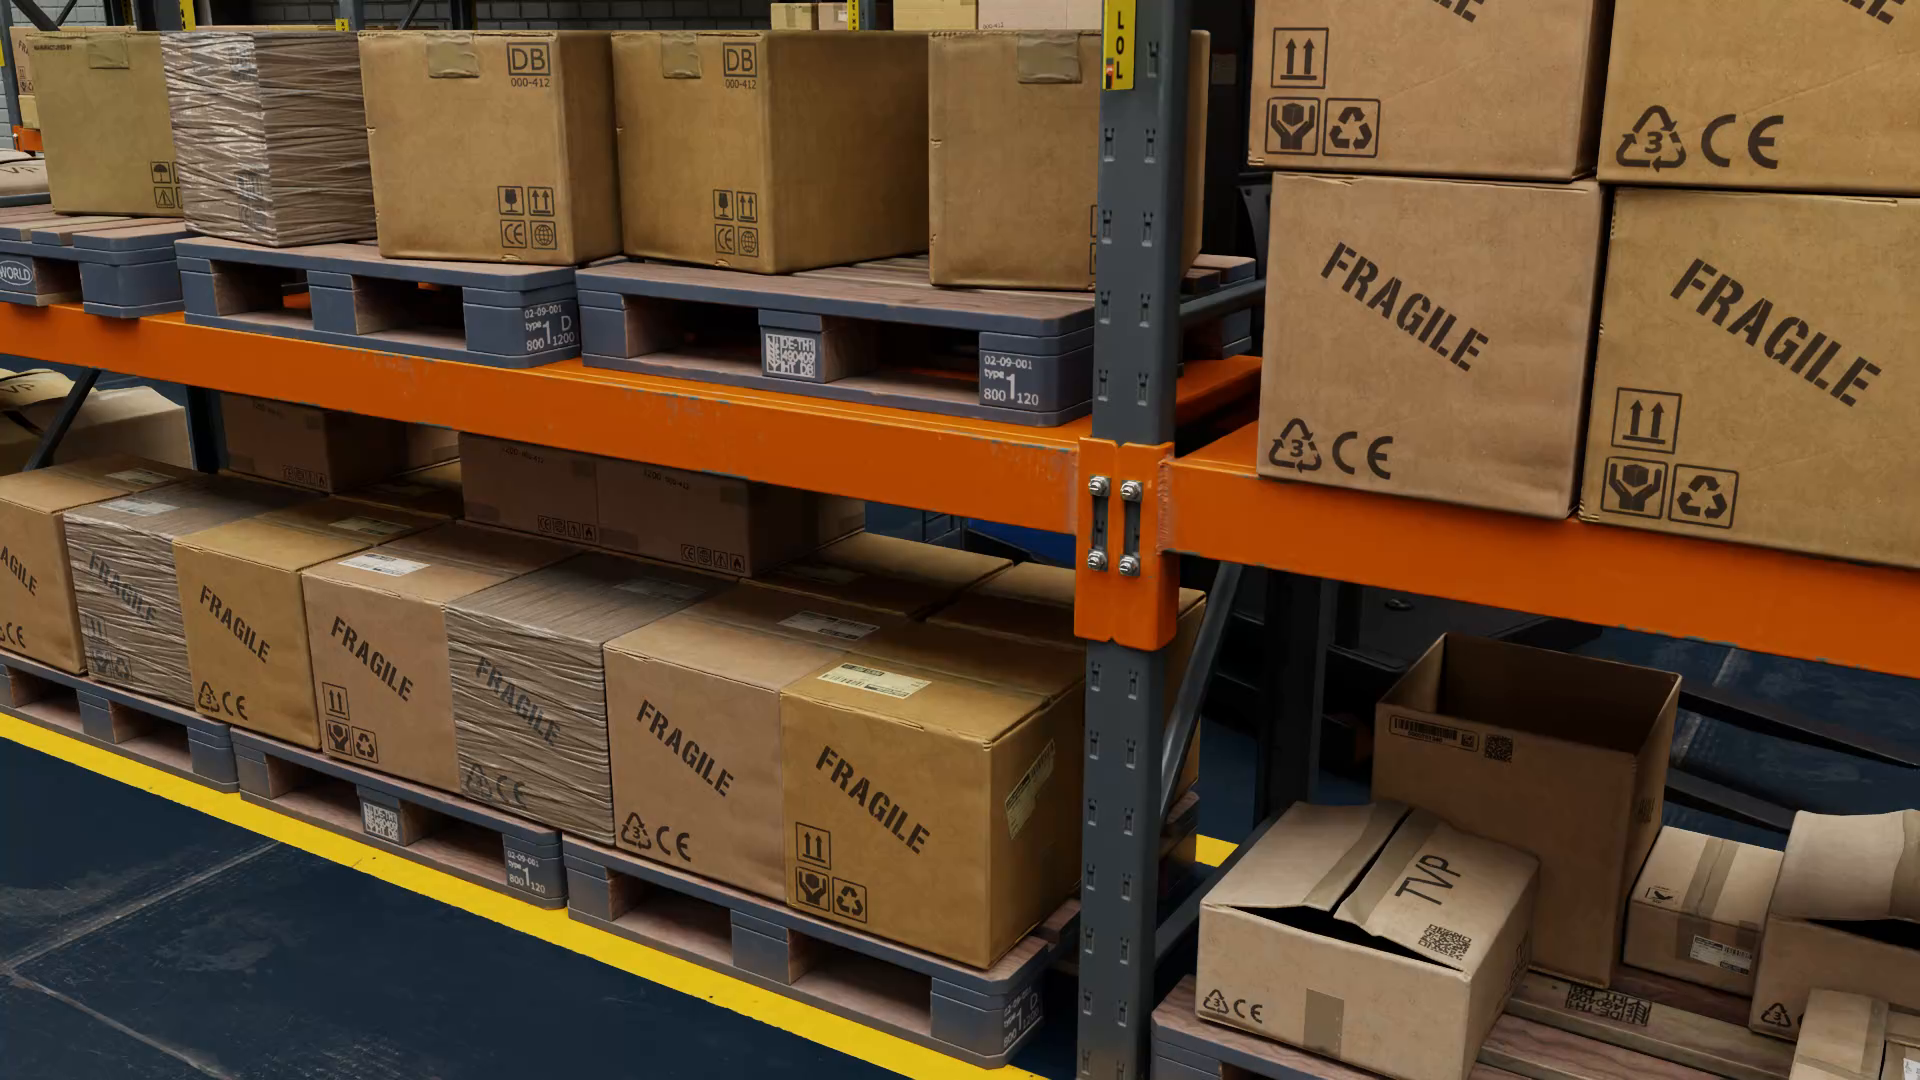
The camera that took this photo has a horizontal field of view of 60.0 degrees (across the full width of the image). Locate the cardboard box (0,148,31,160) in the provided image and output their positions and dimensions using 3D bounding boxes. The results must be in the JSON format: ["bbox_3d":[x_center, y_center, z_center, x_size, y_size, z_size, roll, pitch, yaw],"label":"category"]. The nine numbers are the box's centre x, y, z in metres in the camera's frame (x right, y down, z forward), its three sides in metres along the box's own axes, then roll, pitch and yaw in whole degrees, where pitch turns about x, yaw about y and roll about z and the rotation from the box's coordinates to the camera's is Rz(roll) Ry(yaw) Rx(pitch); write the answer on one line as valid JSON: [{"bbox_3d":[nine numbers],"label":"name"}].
[{"bbox_3d":[-3.528,-1.212,5.863,0.500,0.311,0.500,10,19,29],"label":"cardboard box"}]

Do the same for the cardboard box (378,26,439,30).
[{"bbox_3d":[-3.978,-3.326,11.603,0.500,0.500,0.500,10,19,29],"label":"cardboard box"}]

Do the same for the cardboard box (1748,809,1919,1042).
[{"bbox_3d":[1.814,0.745,3.138,0.500,0.311,0.500,10,20,30],"label":"cardboard box"}]

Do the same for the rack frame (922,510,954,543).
[{"bbox_3d":[-0.090,-0.590,6.760,0.006,1.200,0.240,10,20,30],"label":"rack frame"}]

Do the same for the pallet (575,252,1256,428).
[{"bbox_3d":[-0.083,-0.519,3.758,1.213,0.211,1.003,10,20,30],"label":"pallet"}]

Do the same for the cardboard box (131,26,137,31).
[{"bbox_3d":[-5.547,-3.431,11.948,0.500,0.500,0.500,11,20,32],"label":"cardboard box"}]

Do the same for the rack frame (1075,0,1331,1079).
[{"bbox_3d":[0.541,-0.462,3.241,0.127,3.000,1.000,10,20,30],"label":"rack frame"}]

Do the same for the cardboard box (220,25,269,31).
[{"bbox_3d":[-4.680,-3.273,11.427,0.500,0.500,0.500,10,20,30],"label":"cardboard box"}]

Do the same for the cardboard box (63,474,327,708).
[{"bbox_3d":[-2.180,0.133,4.825,0.500,0.500,0.500,9,19,28],"label":"cardboard box"}]

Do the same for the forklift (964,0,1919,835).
[{"bbox_3d":[1.311,-0.908,4.828,1.130,2.935,3.031,-13,21,-36],"label":"forklift"}]

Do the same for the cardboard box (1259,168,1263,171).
[{"bbox_3d":[1.414,-1.807,8.068,0.250,0.149,0.380,11,20,32],"label":"cardboard box"}]

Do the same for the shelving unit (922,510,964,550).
[{"bbox_3d":[-0.012,-0.576,6.714,0.189,1.200,0.258,10,20,30],"label":"shelving unit"}]

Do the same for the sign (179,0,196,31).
[{"bbox_3d":[-2.592,-1.722,5.534,0.005,0.325,0.100,10,20,30],"label":"sign"}]

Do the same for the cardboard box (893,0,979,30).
[{"bbox_3d":[-0.002,-2.719,8.663,0.500,0.250,0.500,11,20,31],"label":"cardboard box"}]

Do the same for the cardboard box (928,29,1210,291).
[{"bbox_3d":[0.254,-0.838,3.585,0.500,0.500,0.700,4,17,12],"label":"cardboard box"}]

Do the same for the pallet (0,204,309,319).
[{"bbox_3d":[-2.253,-0.893,4.990,1.003,0.211,1.213,10,20,30],"label":"pallet"}]

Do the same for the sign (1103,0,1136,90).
[{"bbox_3d":[0.253,-0.878,2.618,0.005,0.325,0.100,10,20,30],"label":"sign"}]

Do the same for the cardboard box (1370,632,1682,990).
[{"bbox_3d":[1.175,0.540,3.486,0.500,0.500,0.500,10,20,30],"label":"cardboard box"}]

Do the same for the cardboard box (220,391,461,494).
[{"bbox_3d":[-1.898,-0.352,5.133,0.500,0.250,0.500,11,20,32],"label":"cardboard box"}]

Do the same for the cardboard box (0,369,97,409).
[{"bbox_3d":[-3.612,-0.454,6.259,0.500,0.311,0.500,10,19,29],"label":"cardboard box"}]

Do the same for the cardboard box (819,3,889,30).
[{"bbox_3d":[-0.588,-2.912,9.260,0.250,0.149,0.380,7,18,23],"label":"cardboard box"}]

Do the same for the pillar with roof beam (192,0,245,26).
[{"bbox_3d":[-8.299,-5.427,9.263,0.400,9.000,9.100,10,20,30],"label":"pillar with roof beam"}]

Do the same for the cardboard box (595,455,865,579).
[{"bbox_3d":[-0.596,-0.121,4.373,0.500,0.250,0.500,10,20,30],"label":"cardboard box"}]

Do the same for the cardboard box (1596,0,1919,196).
[{"bbox_3d":[1.235,-0.768,2.358,0.500,0.500,0.500,9,19,28],"label":"cardboard box"}]

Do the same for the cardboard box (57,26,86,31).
[{"bbox_3d":[-6.430,-3.587,12.461,0.500,0.500,0.500,10,20,30],"label":"cardboard box"}]

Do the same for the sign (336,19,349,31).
[{"bbox_3d":[-3.964,-3.185,10.716,0.005,0.325,0.100,10,20,30],"label":"sign"}]

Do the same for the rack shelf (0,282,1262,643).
[{"bbox_3d":[-1.163,-0.422,4.347,4.000,0.370,1.077,10,20,30],"label":"rack shelf"}]

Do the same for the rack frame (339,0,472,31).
[{"bbox_3d":[-3.687,-2.906,11.288,0.127,3.000,1.000,10,20,30],"label":"rack frame"}]

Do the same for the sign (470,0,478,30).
[{"bbox_3d":[-3.399,-3.598,11.574,0.005,0.325,0.100,10,20,30],"label":"sign"}]

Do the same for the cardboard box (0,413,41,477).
[{"bbox_3d":[-3.443,-0.243,5.562,0.500,0.311,0.500,11,20,31],"label":"cardboard box"}]

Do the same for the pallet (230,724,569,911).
[{"bbox_3d":[-1.216,0.573,4.633,1.213,0.211,1.003,10,20,30],"label":"pallet"}]

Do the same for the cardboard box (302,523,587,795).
[{"bbox_3d":[-1.308,0.289,4.312,0.500,0.500,0.500,9,19,28],"label":"cardboard box"}]

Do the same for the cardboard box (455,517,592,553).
[{"bbox_3d":[-1.057,0.156,4.749,0.500,0.500,0.500,9,19,28],"label":"cardboard box"}]

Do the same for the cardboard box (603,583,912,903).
[{"bbox_3d":[-0.446,0.442,3.808,0.500,0.500,0.500,10,20,30],"label":"cardboard box"}]

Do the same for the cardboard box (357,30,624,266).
[{"bbox_3d":[-0.997,-0.964,4.000,0.500,0.500,0.700,5,18,16],"label":"cardboard box"}]

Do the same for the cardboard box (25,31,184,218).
[{"bbox_3d":[-2.272,-1.251,4.945,0.500,0.500,0.700,4,17,12],"label":"cardboard box"}]

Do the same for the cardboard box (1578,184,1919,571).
[{"bbox_3d":[1.271,-0.288,2.495,0.500,0.500,0.500,11,20,31],"label":"cardboard box"}]

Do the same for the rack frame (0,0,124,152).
[{"bbox_3d":[-7.095,-3.515,13.291,0.127,3.000,1.000,10,20,30],"label":"rack frame"}]

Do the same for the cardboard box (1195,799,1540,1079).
[{"bbox_3d":[0.785,0.732,3.181,0.500,0.311,0.500,10,20,30],"label":"cardboard box"}]

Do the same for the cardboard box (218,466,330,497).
[{"bbox_3d":[-1.948,-0.001,5.266,0.500,0.500,0.500,11,20,32],"label":"cardboard box"}]

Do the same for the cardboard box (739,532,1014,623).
[{"bbox_3d":[-0.204,0.311,4.239,0.500,0.500,0.500,10,20,31],"label":"cardboard box"}]
